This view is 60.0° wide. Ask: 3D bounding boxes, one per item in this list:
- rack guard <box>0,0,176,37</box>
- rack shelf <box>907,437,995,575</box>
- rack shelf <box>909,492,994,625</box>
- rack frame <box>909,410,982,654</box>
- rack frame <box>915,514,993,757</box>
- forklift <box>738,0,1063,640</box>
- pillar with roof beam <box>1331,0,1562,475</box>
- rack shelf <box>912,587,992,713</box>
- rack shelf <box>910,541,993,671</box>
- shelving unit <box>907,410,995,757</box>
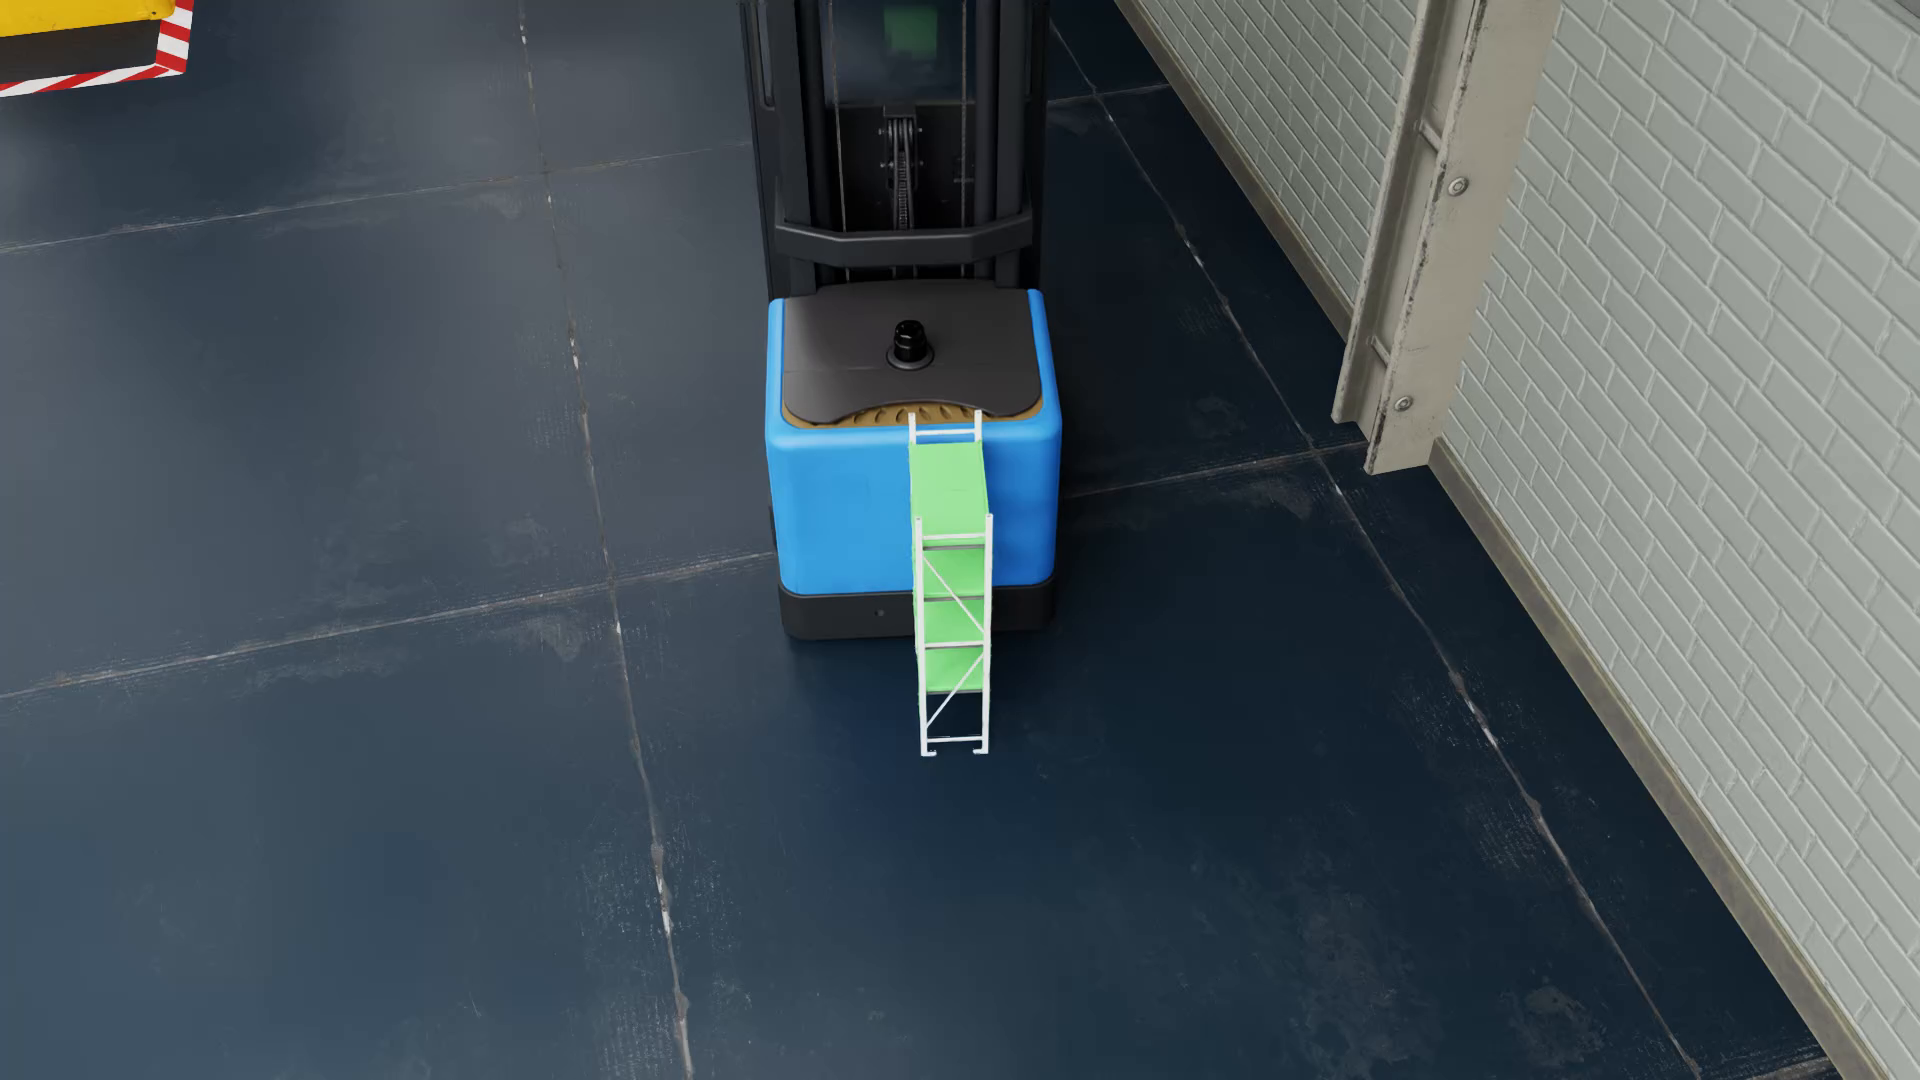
[{"bbox_3d":[-5.224,-3.252,9.587,1.175,0.500,0.348,-11,47,-10],"label":"rack guard"},{"bbox_3d":[-0.033,-0.116,5.441,0.258,0.148,0.480,-3,46,-2],"label":"rack shelf"},{"bbox_3d":[-0.033,0.052,5.612,0.258,0.148,0.480,-3,46,-2],"label":"rack shelf"},{"bbox_3d":[-0.048,0.002,5.908,0.240,1.200,0.015,-3,46,-2],"label":"rack frame"},{"bbox_3d":[-0.019,0.349,5.567,0.240,1.200,0.015,-3,46,-2],"label":"rack frame"},{"bbox_3d":[-0.242,-1.695,6.359,1.130,2.935,3.031,-3,46,-2],"label":"forklift"},{"bbox_3d":[-2.339,-2.801,3.194,9.100,9.000,0.400,-11,47,-10],"label":"pillar with roof beam"},{"bbox_3d":[-0.033,0.388,5.955,0.258,0.148,0.480,-3,46,-2],"label":"rack shelf"},{"bbox_3d":[-0.033,0.220,5.784,0.258,0.148,0.480,-3,46,-2],"label":"rack shelf"},{"bbox_3d":[-0.033,0.175,5.738,0.258,1.200,0.503,-3,46,-2],"label":"shelving unit"}]
